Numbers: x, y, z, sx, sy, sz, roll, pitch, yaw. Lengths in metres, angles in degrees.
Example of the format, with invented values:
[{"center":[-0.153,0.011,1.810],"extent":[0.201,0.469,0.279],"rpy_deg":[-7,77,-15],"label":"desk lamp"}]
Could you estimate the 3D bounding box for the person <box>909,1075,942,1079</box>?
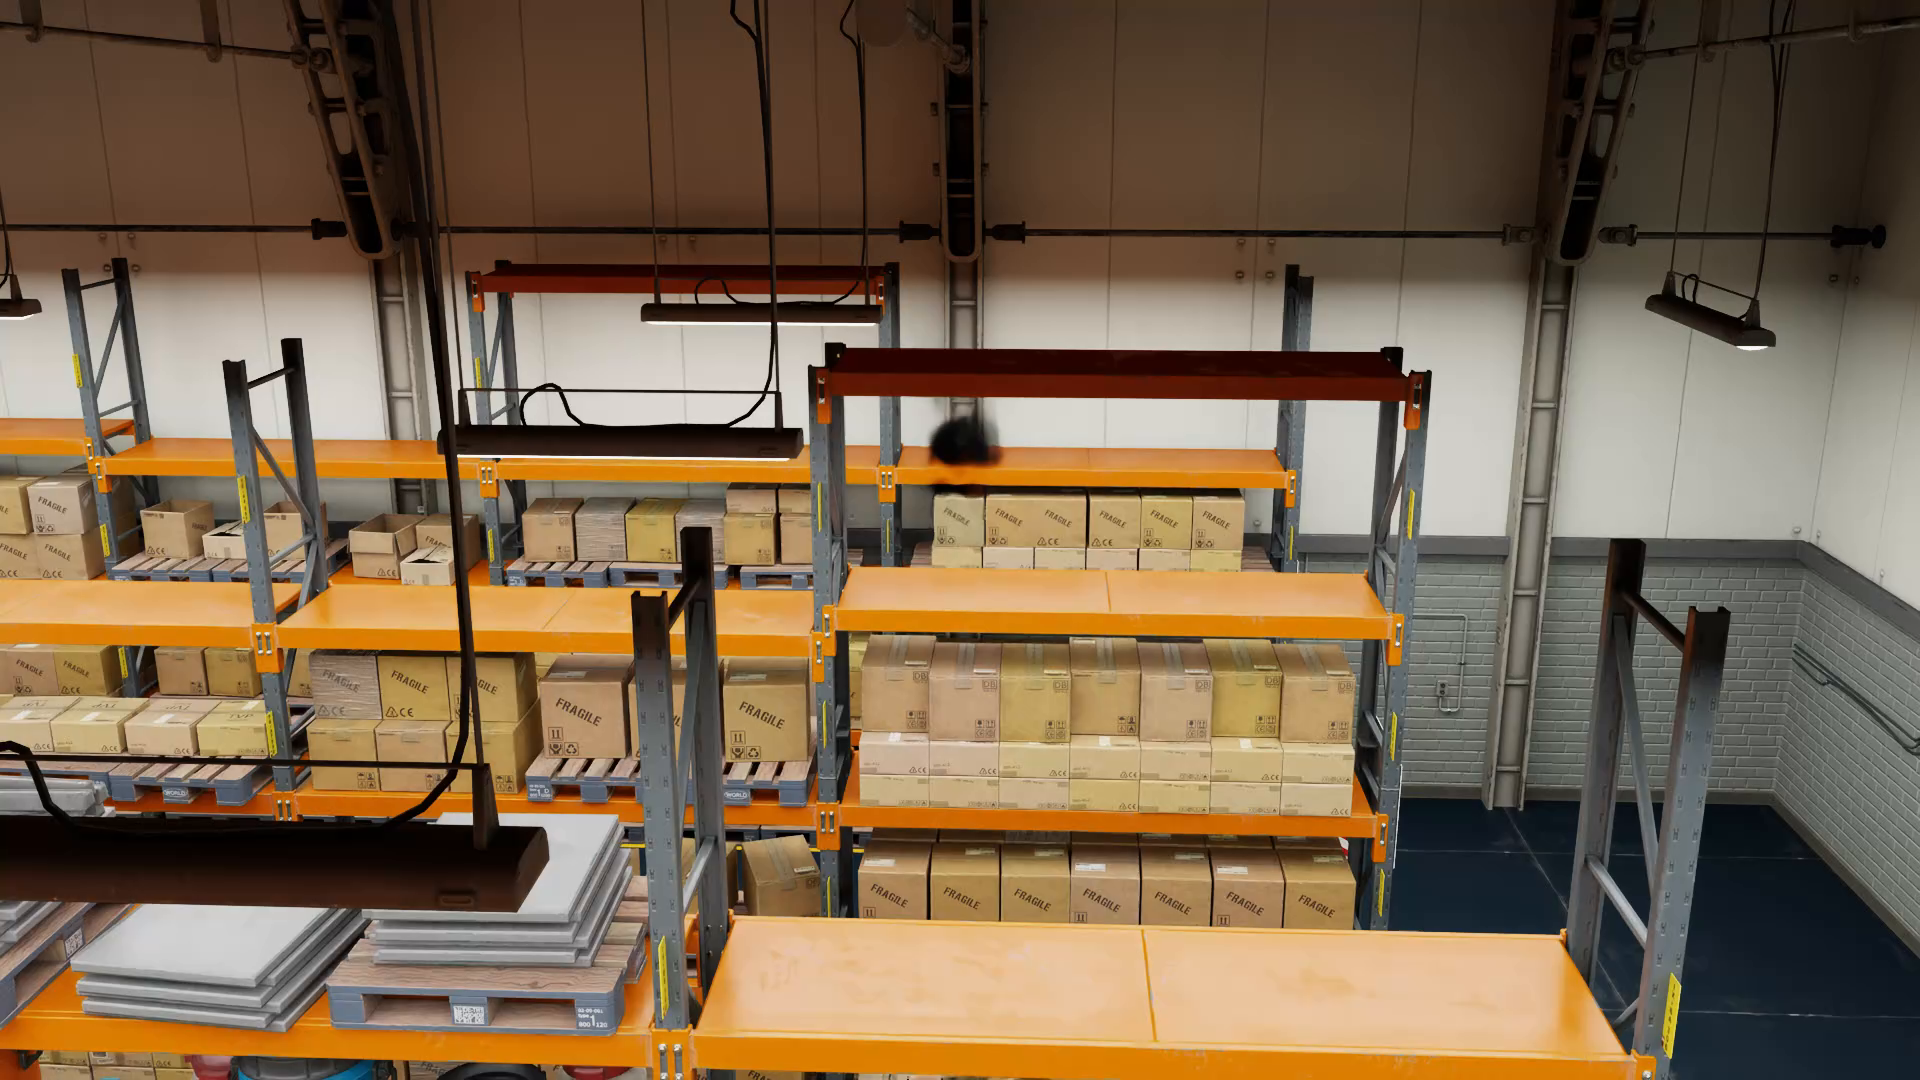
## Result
[{"center":[-0.256,4.220,10.925],"extent":[0.702,1.766,0.708],"rpy_deg":[-2,16,-7],"label":"person"}]
